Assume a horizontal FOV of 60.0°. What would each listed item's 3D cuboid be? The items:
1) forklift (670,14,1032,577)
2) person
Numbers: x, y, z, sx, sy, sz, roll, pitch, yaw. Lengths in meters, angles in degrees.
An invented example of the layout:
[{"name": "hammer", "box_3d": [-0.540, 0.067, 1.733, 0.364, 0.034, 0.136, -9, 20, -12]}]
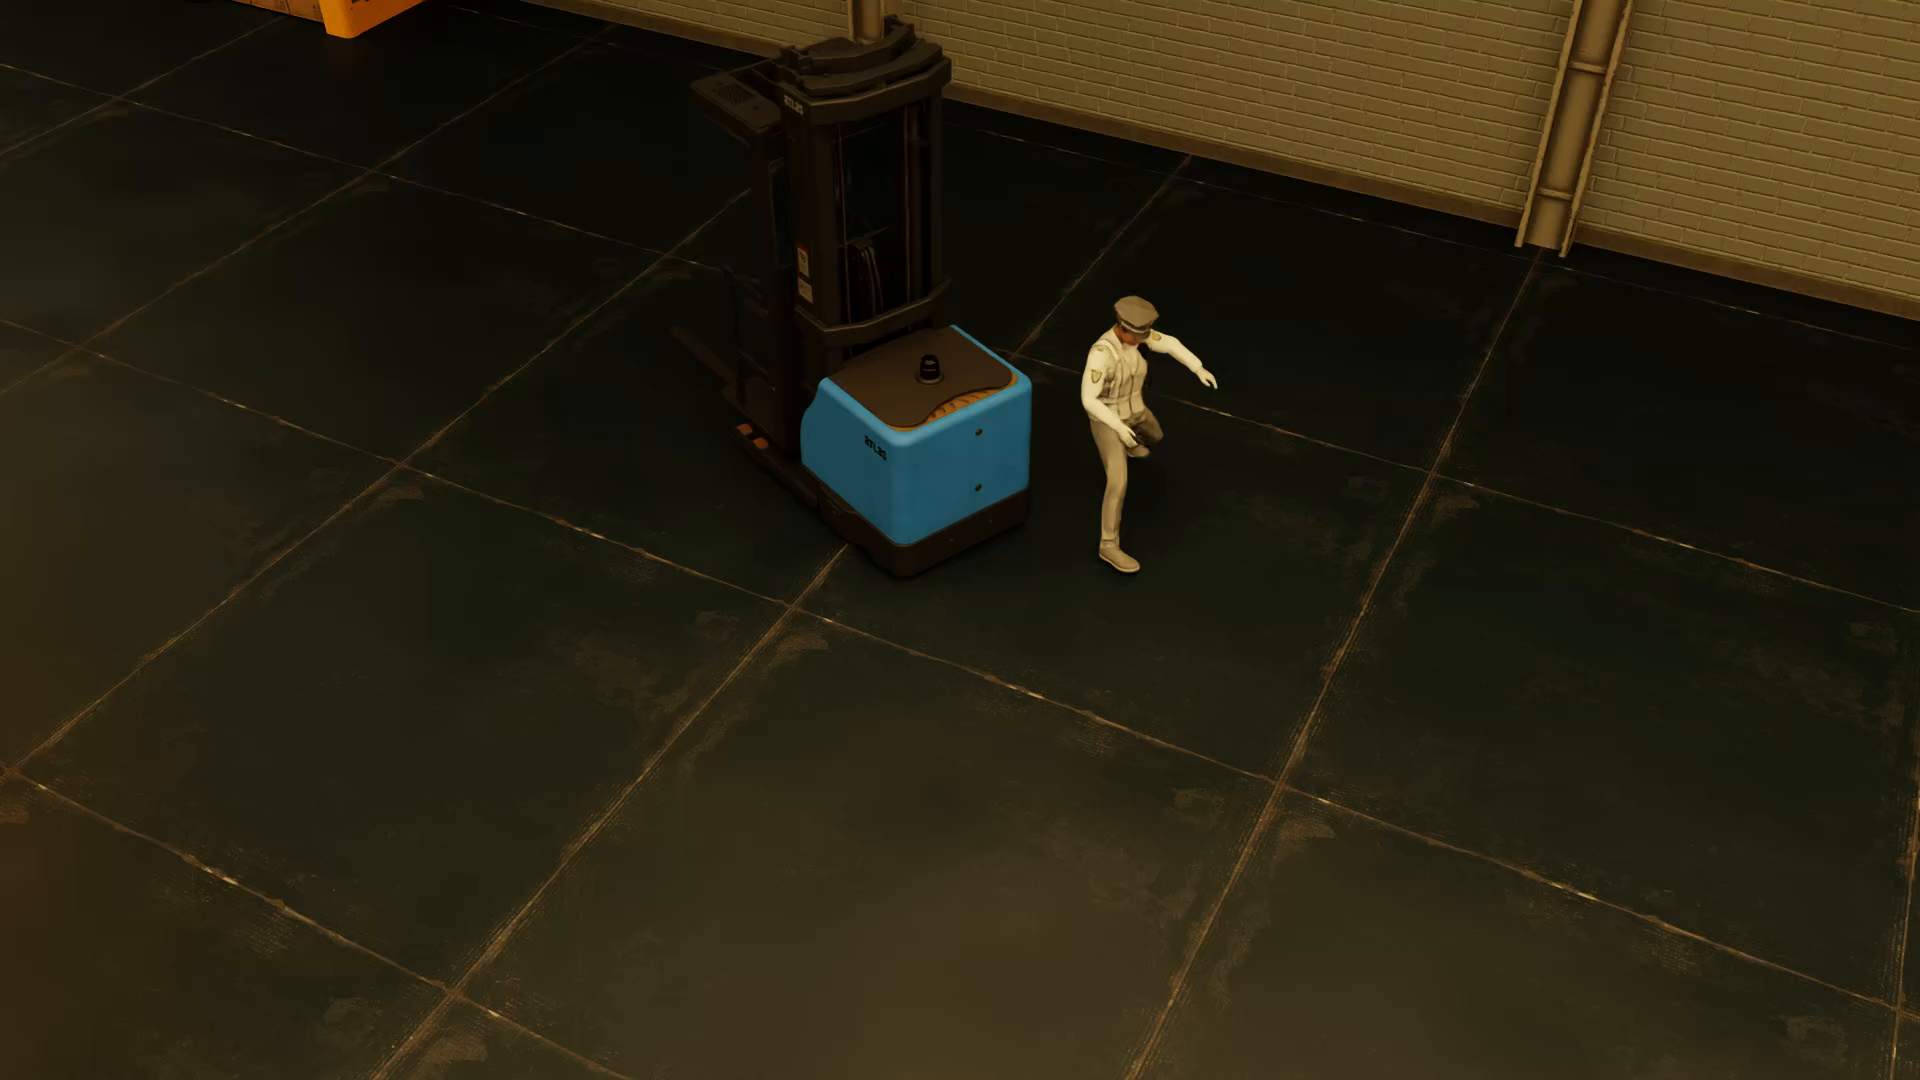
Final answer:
[{"name": "forklift", "box_3d": [-0.856, -1.797, 10.121, 1.130, 2.935, 3.031, -26, 47, -28]}, {"name": "person", "box_3d": [1.073, -0.764, 10.049, 1.064, 1.502, 0.957, -32, 49, -32]}]
